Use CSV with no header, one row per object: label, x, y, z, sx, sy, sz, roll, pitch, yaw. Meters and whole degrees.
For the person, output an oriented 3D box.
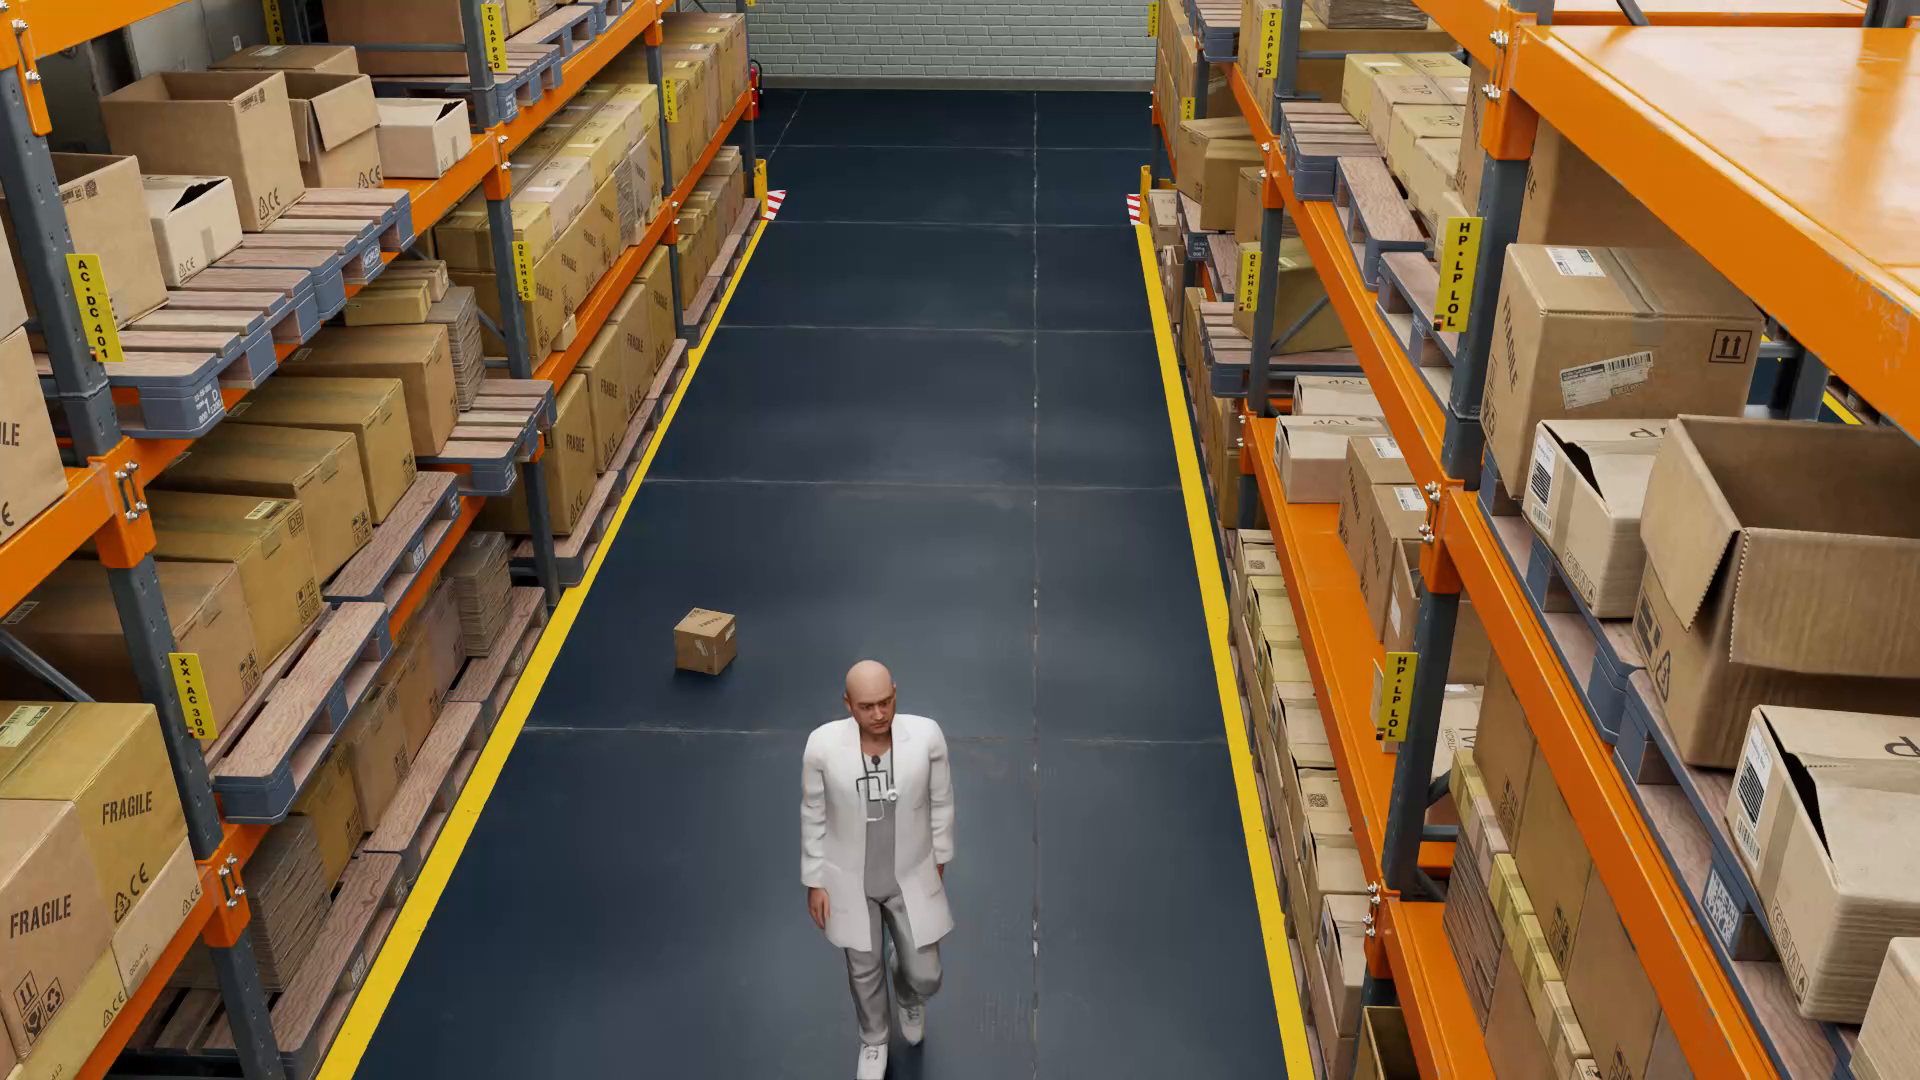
person,-0.303,1.247,6.201,0.582,1.776,0.531,-2,28,-5
